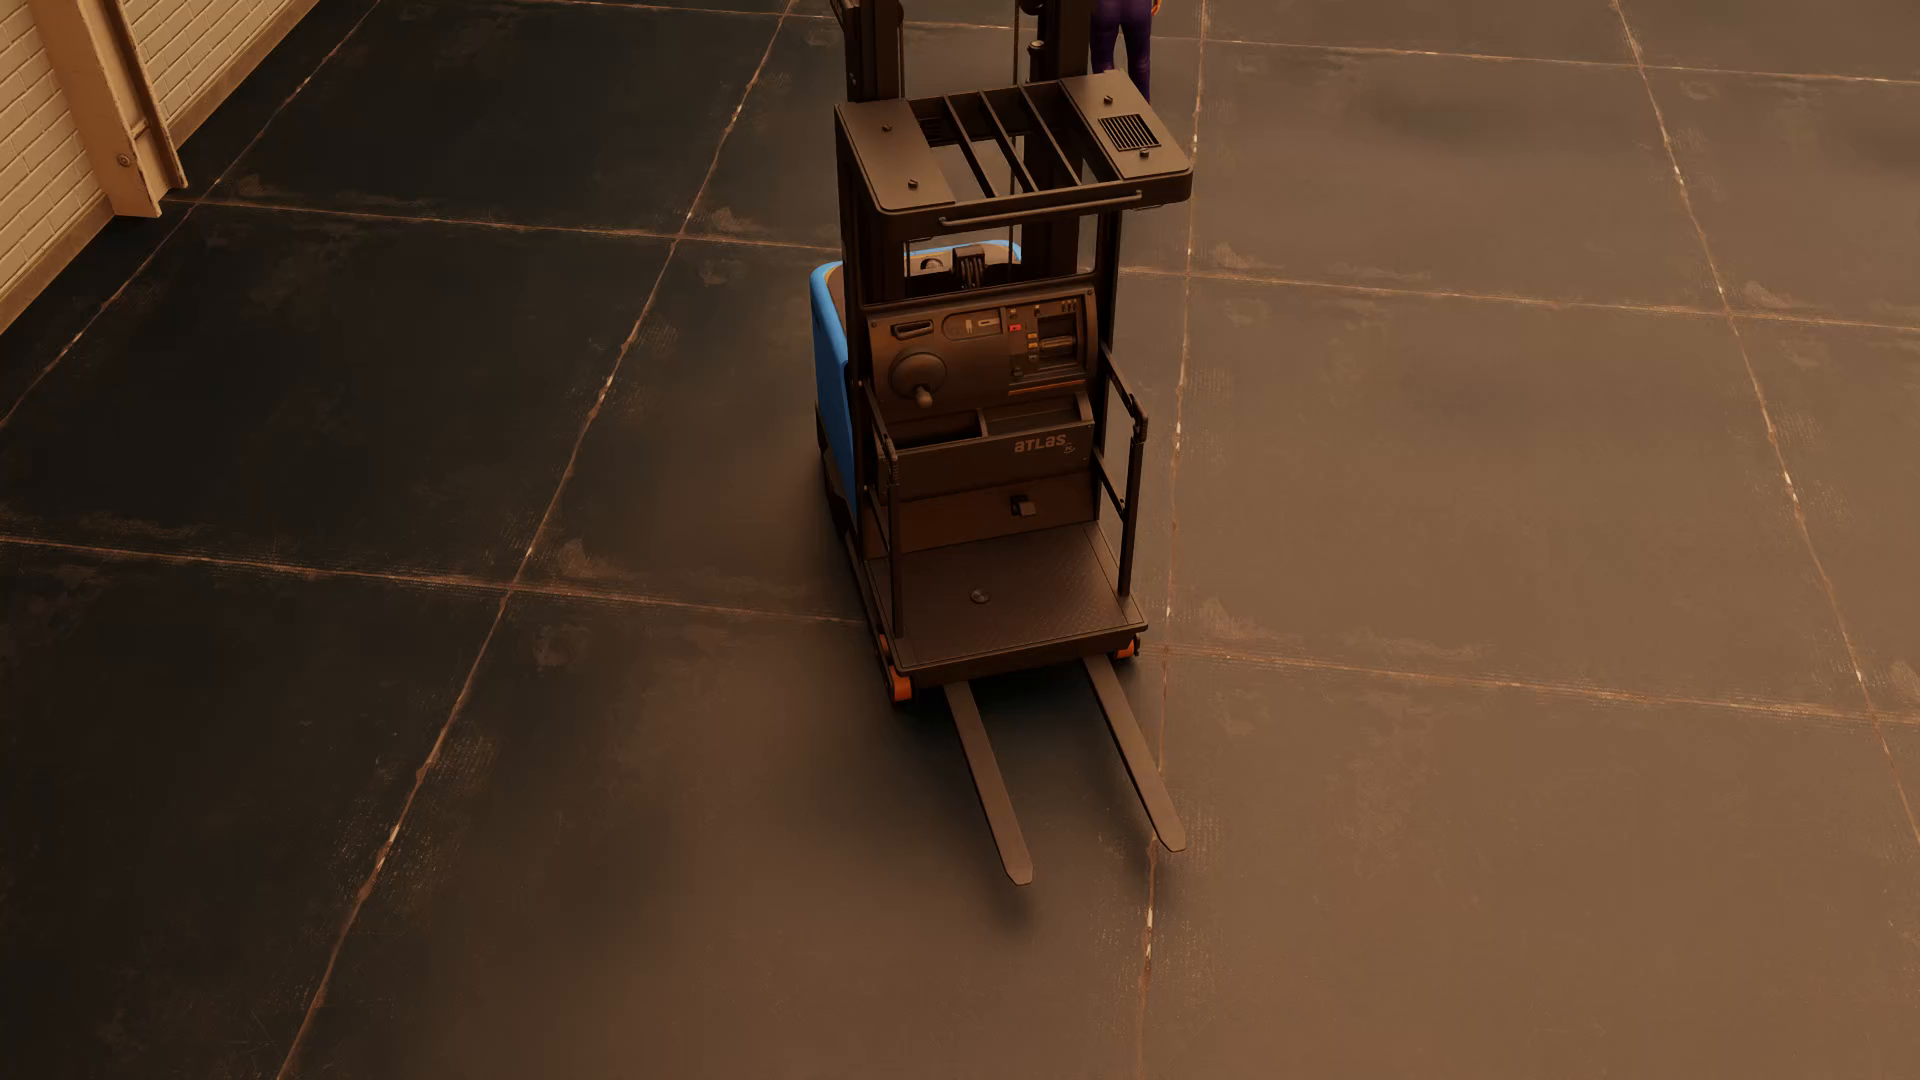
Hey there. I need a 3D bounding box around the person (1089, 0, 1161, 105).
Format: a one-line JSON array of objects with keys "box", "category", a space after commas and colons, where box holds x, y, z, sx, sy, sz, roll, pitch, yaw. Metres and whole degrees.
[{"box": [0.979, -3.343, 10.301, 0.599, 1.650, 0.502, -5, 43, -5], "category": "person"}]

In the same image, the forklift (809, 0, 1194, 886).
[{"box": [0.153, -0.681, 6.465, 1.130, 2.935, 3.031, -10, 44, -11], "category": "forklift"}]
